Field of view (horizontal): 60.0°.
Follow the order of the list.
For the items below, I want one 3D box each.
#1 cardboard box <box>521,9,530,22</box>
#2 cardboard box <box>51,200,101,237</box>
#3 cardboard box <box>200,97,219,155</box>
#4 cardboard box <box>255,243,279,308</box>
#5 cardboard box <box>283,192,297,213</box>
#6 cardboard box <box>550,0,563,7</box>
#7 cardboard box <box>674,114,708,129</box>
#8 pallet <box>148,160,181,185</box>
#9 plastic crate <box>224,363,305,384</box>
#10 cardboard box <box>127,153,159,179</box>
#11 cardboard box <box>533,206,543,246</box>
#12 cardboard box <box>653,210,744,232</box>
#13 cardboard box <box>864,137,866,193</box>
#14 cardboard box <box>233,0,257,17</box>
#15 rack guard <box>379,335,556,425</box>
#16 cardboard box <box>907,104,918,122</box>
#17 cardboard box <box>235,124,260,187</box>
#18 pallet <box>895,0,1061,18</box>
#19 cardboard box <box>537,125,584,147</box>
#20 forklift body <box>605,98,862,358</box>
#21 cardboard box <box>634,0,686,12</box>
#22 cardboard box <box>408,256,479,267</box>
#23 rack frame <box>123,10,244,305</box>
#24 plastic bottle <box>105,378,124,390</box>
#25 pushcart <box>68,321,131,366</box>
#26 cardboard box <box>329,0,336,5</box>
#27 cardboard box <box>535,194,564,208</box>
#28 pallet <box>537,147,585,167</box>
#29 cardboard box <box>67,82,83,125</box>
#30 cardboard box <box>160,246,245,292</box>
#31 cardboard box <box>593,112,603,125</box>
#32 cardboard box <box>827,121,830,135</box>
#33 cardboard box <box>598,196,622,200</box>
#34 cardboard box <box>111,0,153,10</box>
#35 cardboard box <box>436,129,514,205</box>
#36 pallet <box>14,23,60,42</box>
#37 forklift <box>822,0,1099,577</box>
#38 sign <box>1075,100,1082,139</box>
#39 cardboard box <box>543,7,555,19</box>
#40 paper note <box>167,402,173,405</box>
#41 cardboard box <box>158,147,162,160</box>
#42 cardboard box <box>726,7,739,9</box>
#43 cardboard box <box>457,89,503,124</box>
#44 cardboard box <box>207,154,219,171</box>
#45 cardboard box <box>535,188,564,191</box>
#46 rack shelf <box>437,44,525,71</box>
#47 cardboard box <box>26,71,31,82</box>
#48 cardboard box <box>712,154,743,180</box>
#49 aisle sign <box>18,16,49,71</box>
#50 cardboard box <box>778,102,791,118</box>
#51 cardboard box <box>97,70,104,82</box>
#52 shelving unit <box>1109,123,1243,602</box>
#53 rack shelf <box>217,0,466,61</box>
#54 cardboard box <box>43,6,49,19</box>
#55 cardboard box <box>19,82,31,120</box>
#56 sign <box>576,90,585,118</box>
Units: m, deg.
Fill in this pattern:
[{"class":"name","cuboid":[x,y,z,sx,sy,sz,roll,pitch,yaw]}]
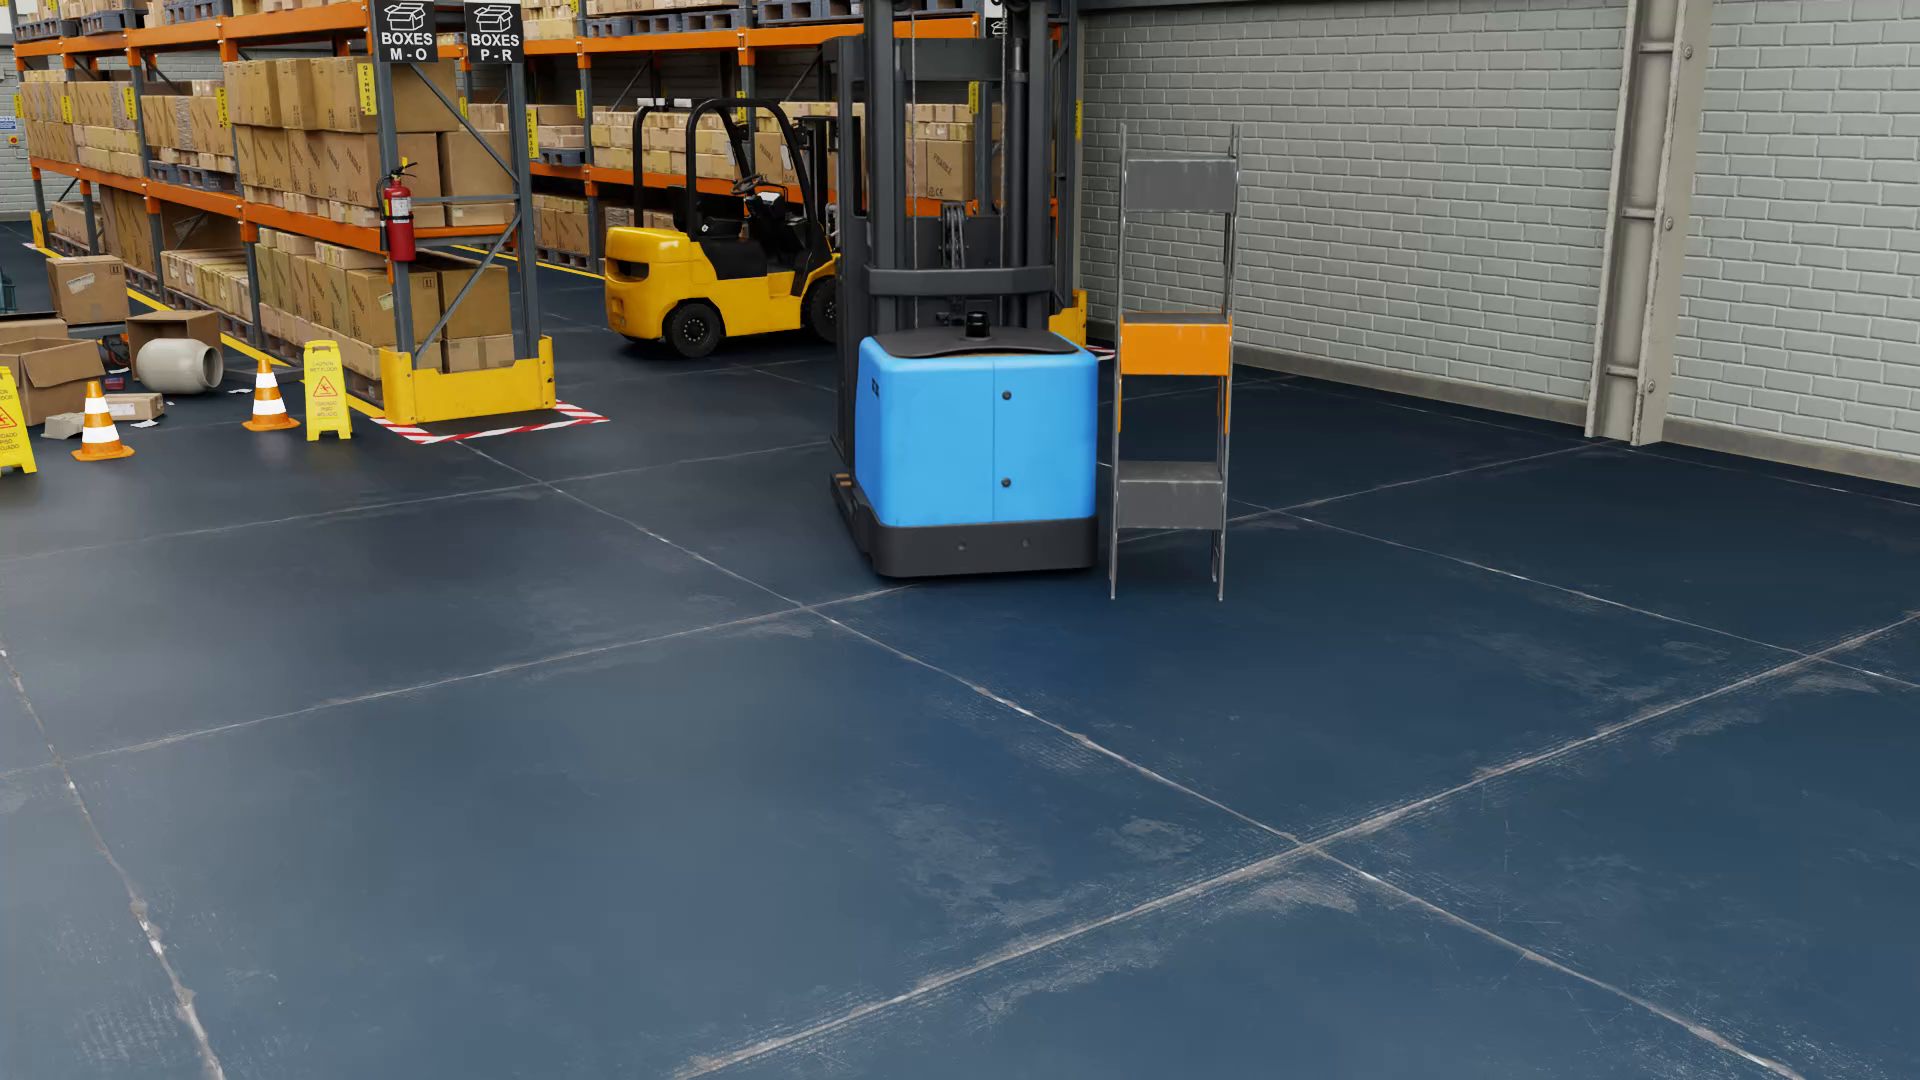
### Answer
[{"class":"cardboard box","cuboid":[-5.714,-6.806,21.568,0.380,0.149,0.250,-10,18,-33]},{"class":"cardboard box","cuboid":[-12.388,-4.603,23.770,0.875,0.438,0.875,-12,19,-36]},{"class":"cardboard box","cuboid":[-6.551,-3.762,15.092,0.500,0.500,0.500,-11,19,-34]},{"class":"cardboard box","cuboid":[-5.673,-2.270,14.179,0.500,0.500,0.500,-10,18,-32]},{"class":"cardboard box","cuboid":[-5.131,-2.687,13.186,0.380,0.149,0.250,-11,19,-34]},{"class":"cardboard box","cuboid":[-4.848,-6.684,20.598,0.380,0.149,0.250,-12,19,-36]},{"class":"cardboard box","cuboid":[-2.944,-4.638,18.423,0.380,0.149,0.250,-11,19,-34]},{"class":"pallet","cuboid":[-7.648,-3.825,17.234,1.213,0.211,1.003,-11,19,-35]},{"class":"plastic crate","cuboid":[-5.542,-1.329,13.279,0.583,0.080,0.402,10,18,33]},{"class":"cardboard box","cuboid":[-8.661,-4.049,17.971,0.500,0.250,0.500,-12,19,-36]},{"class":"cardboard box","cuboid":[-5.479,-4.206,22.203,0.500,0.500,0.500,-12,19,-37]},{"class":"cardboard box","cuboid":[-2.998,-3.465,19.255,0.875,0.625,0.625,-12,19,-37]},{"class":"cardboard box","cuboid":[-0.538,-3.451,15.312,0.500,0.500,0.500,-11,19,-36]},{"class":"cardboard box","cuboid":[-5.710,-4.355,13.601,0.380,0.149,0.250,-11,19,-34]},{"class":"rack guard","cuboid":[-3.494,-1.156,11.852,1.175,0.500,0.348,-11,19,-35]},{"class":"cardboard box","cuboid":[-0.250,-3.829,14.902,0.380,0.149,0.250,-11,19,-34]},{"class":"cardboard box","cuboid":[-5.768,-3.254,14.030,0.500,0.500,0.500,-11,19,-35]},{"class":"pallet","cuboid":[0.168,-4.676,14.463,1.003,0.211,1.213,-11,19,-35]},{"class":"cardboard box","cuboid":[-5.023,-5.130,21.126,0.500,0.250,0.500,-12,19,-37]},{"class":"forklift body","cuboid":[-2.027,-2.829,14.838,2.313,2.155,1.214,-11,19,-35]},{"class":"cardboard box","cuboid":[-3.313,-6.161,18.547,0.500,0.500,0.500,-10,18,-33]},{"class":"cardboard box","cuboid":[-4.026,-1.914,12.881,0.500,0.500,0.500,-12,19,-37]},{"class":"rack frame","cuboid":[-8.153,-4.054,17.704,1.000,3.000,0.127,-11,19,-35]},{"class":"plastic bottle","cuboid":[-6.560,-1.215,12.901,0.133,0.061,0.283,-7,17,-25]},{"class":"pushcart","cuboid":[-7.616,-1.570,13.598,0.936,0.377,1.648,10,18,33]},{"class":"cardboard box","cuboid":[-4.187,-3.814,11.622,0.380,0.149,0.250,-10,18,-33]},{"class":"cardboard box","cuboid":[-5.393,-4.488,22.003,0.380,0.149,0.250,-12,19,-37]},{"class":"pallet","cuboid":[-4.596,-4.866,21.036,1.213,0.211,1.003,-11,19,-35]},{"class":"cardboard box","cuboid":[-10.479,-5.300,20.173,0.500,0.500,0.500,-11,19,-34]},{"class":"cardboard box","cuboid":[-7.829,-2.866,17.549,0.950,0.372,0.625,-12,20,-38]},{"class":"cardboard box","cuboid":[-4.191,-5.072,20.008,0.380,0.149,0.250,-10,18,-33]},{"class":"cardboard box","cuboid":[-1.085,-3.945,15.890,0.380,0.149,0.250,-12,19,-36]},{"class":"cardboard box","cuboid":[-4.541,-4.396,21.666,0.380,0.149,0.250,-11,19,-34]},{"class":"cardboard box","cuboid":[-8.497,-5.810,17.448,0.797,0.503,0.637,-12,20,-38]},{"class":"cardboard box","cuboid":[-3.504,-2.681,11.937,0.500,0.500,0.500,-11,19,-35]},{"class":"pallet","cuboid":[-12.413,-7.009,22.989,1.003,0.211,1.213,-11,19,-35]},{"class":"forklift","cuboid":[-0.121,-1.585,8.814,1.130,2.935,3.031,-3,16,-10]},{"class":"sign","cuboid":[1.016,-3.657,14.466,0.100,0.325,0.005,-11,19,-35]},{"class":"cardboard box","cuboid":[-4.996,-6.595,20.835,0.380,0.149,0.250,-11,19,-35]},{"class":"paper note","cuboid":[-5.808,-1.006,12.231,0.032,0.001,0.123,-11,19,-35]},{"class":"cardboard box","cuboid":[-8.113,-4.037,17.323,0.380,0.149,0.250,-12,19,-38]},{"class":"cardboard box","cuboid":[-2.374,-5.794,17.871,0.380,0.149,0.250,-11,19,-35]},{"class":"cardboard box","cuboid":[-7.153,-6.471,24.837,0.500,0.500,0.500,-11,19,-36]},{"class":"cardboard box","cuboid":[-6.649,-3.456,15.203,0.380,0.149,0.250,-11,19,-35]},{"class":"cardboard box","cuboid":[-5.734,-4.849,23.321,0.380,0.149,0.250,-11,19,-34]},{"class":"rack shelf","cuboid":[-7.668,-7.206,24.902,1.077,0.370,4.000,-11,19,-35]},{"class":"cardboard box","cuboid":[-12.601,-6.368,22.849,0.380,0.149,0.250,-10,18,-33]},{"class":"cardboard box","cuboid":[-2.297,-3.965,17.666,0.500,0.250,0.500,-10,18,-33]},{"class":"aisle sign","cuboid":[-13.134,-6.986,23.494,0.394,0.787,0.004,-11,19,-35]},{"class":"cardboard box","cuboid":[-1.600,-4.322,16.703,0.380,0.149,0.250,-11,19,-34]},{"class":"cardboard box","cuboid":[-11.011,-5.841,20.921,0.380,0.149,0.250,-10,18,-33]},{"class":"shelving unit","cuboid":[0.953,-0.789,7.482,0.503,2.100,0.431,1,15,3]},{"class":"rack shelf","cuboid":[-4.626,-3.872,12.722,1.077,0.370,4.000,-11,19,-35]},{"class":"cardboard box","cuboid":[-11.295,-6.627,20.917,0.380,0.149,0.250,-10,18,-33]},{"class":"cardboard box","cuboid":[-12.805,-6.146,23.264,0.500,0.500,0.500,-11,19,-36]},{"class":"sign","cuboid":[-4.574,-5.259,20.065,0.100,0.325,0.005,-11,19,-35]}]
